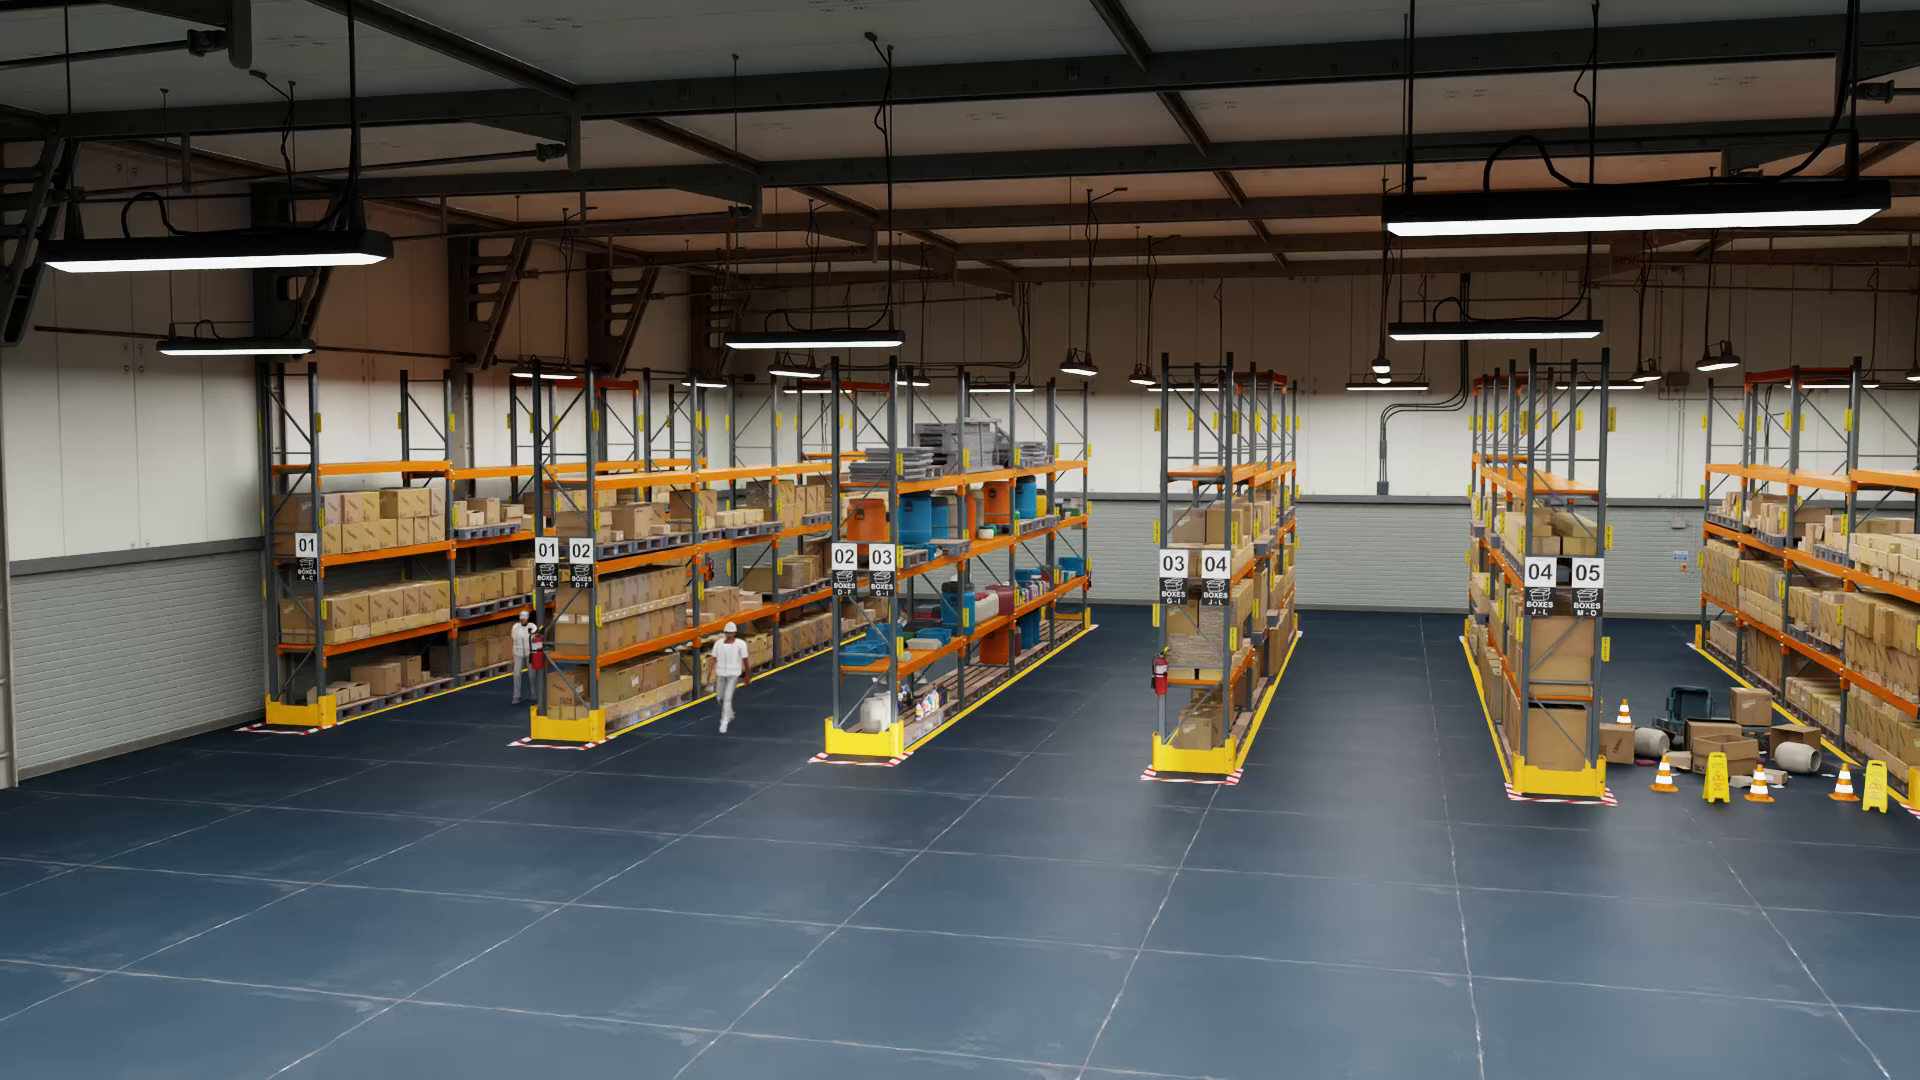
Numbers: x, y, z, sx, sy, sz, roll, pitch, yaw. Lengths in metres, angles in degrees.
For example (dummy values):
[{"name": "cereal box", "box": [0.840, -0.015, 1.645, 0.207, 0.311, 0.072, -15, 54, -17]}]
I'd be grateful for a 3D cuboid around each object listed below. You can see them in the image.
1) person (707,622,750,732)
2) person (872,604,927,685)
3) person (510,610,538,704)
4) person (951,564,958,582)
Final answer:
[{"name": "person", "box": [-3.805, 2.224, 27.275, 0.659, 1.759, 0.765, 1, 4, 11]}, {"name": "person", "box": [-1.065, 1.921, 30.283, 1.072, 1.468, 0.461, 3, 5, 38]}, {"name": "person", "box": [-7.800, 2.080, 29.859, 0.542, 1.661, 0.703, -1, 4, -12]}, {"name": "person", "box": [-0.023, 1.362, 39.820, 0.526, 1.608, 1.046, 1, 4, 9]}]
